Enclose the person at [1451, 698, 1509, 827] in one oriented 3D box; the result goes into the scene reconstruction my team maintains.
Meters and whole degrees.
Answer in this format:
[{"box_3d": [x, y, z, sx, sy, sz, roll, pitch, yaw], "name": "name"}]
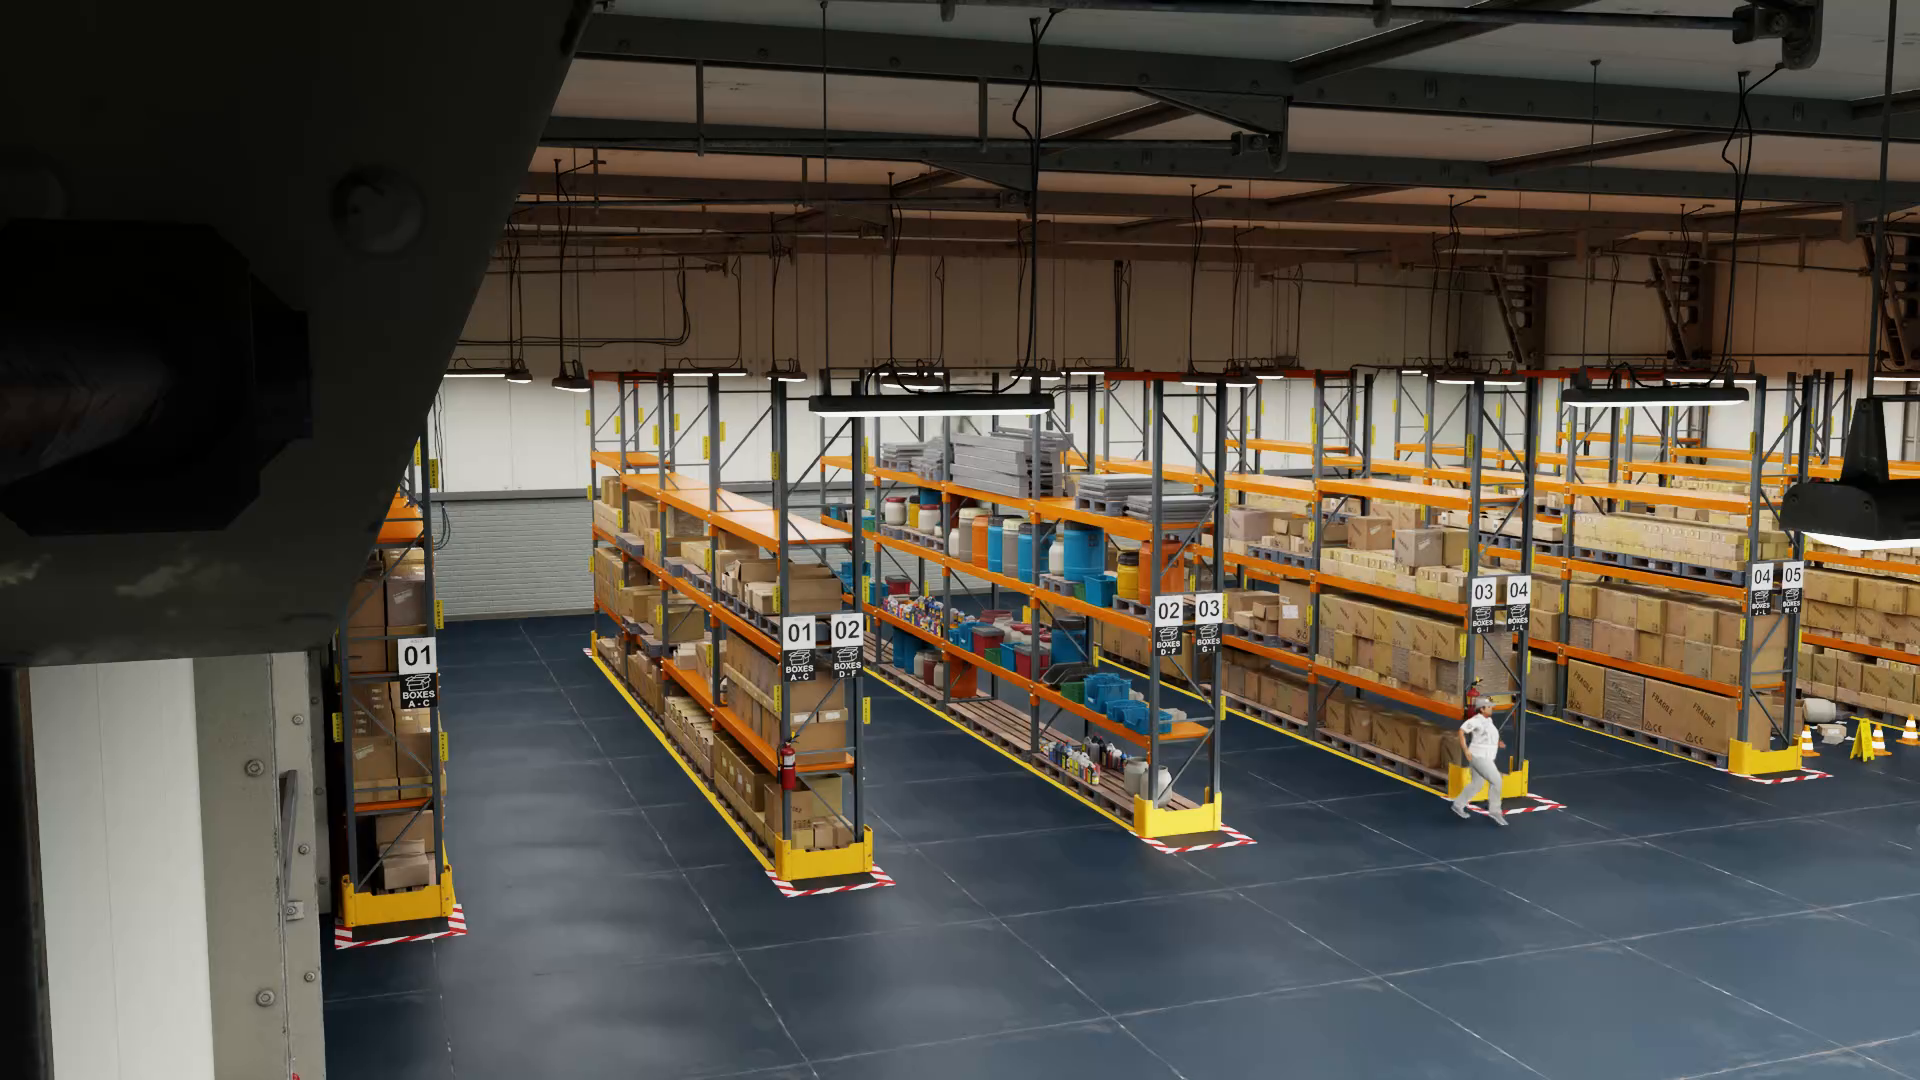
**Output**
[{"box_3d": [7.133, 2.988, 22.636, 0.797, 1.663, 0.603, 4, 7, 31], "name": "person"}]
